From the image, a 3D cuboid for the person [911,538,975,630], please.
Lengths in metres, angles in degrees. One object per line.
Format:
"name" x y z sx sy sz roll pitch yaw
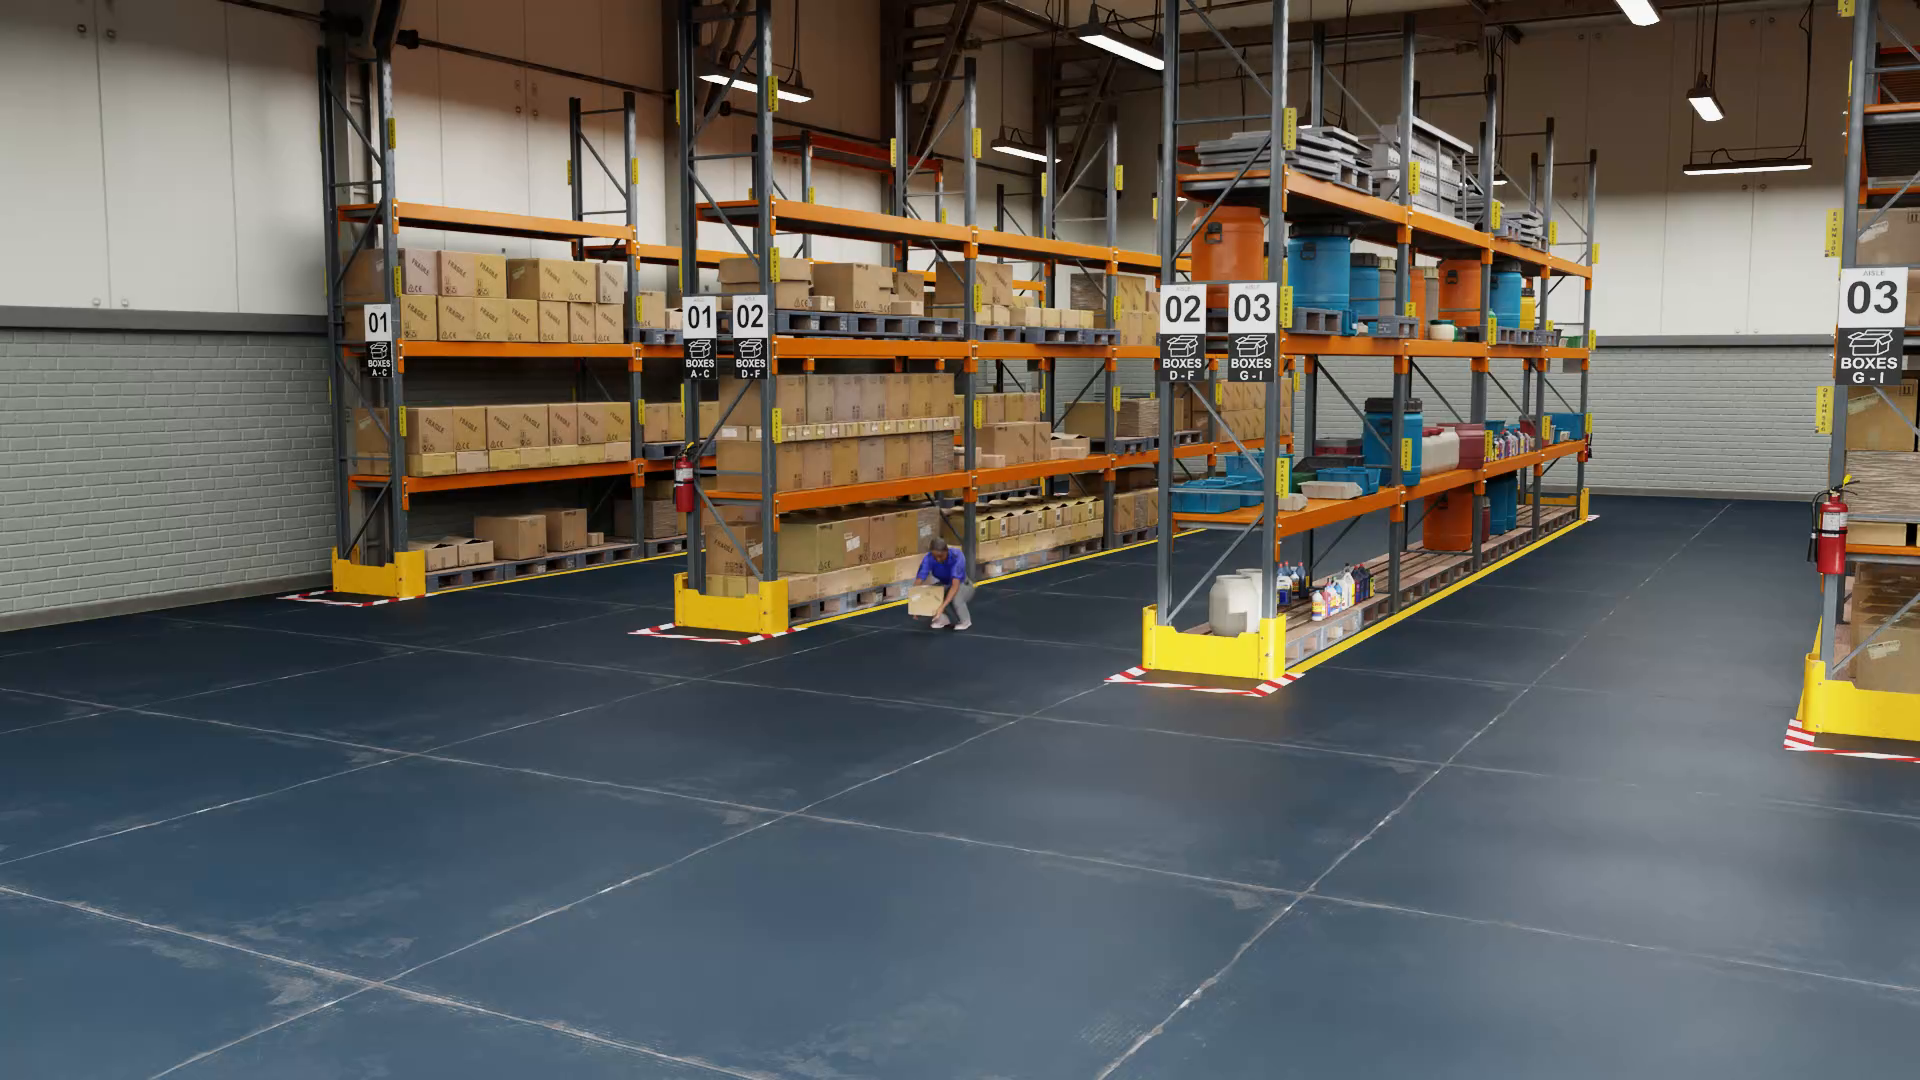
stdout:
"person" -0.154 0.416 16.034 0.506 0.921 0.820 3 7 29
